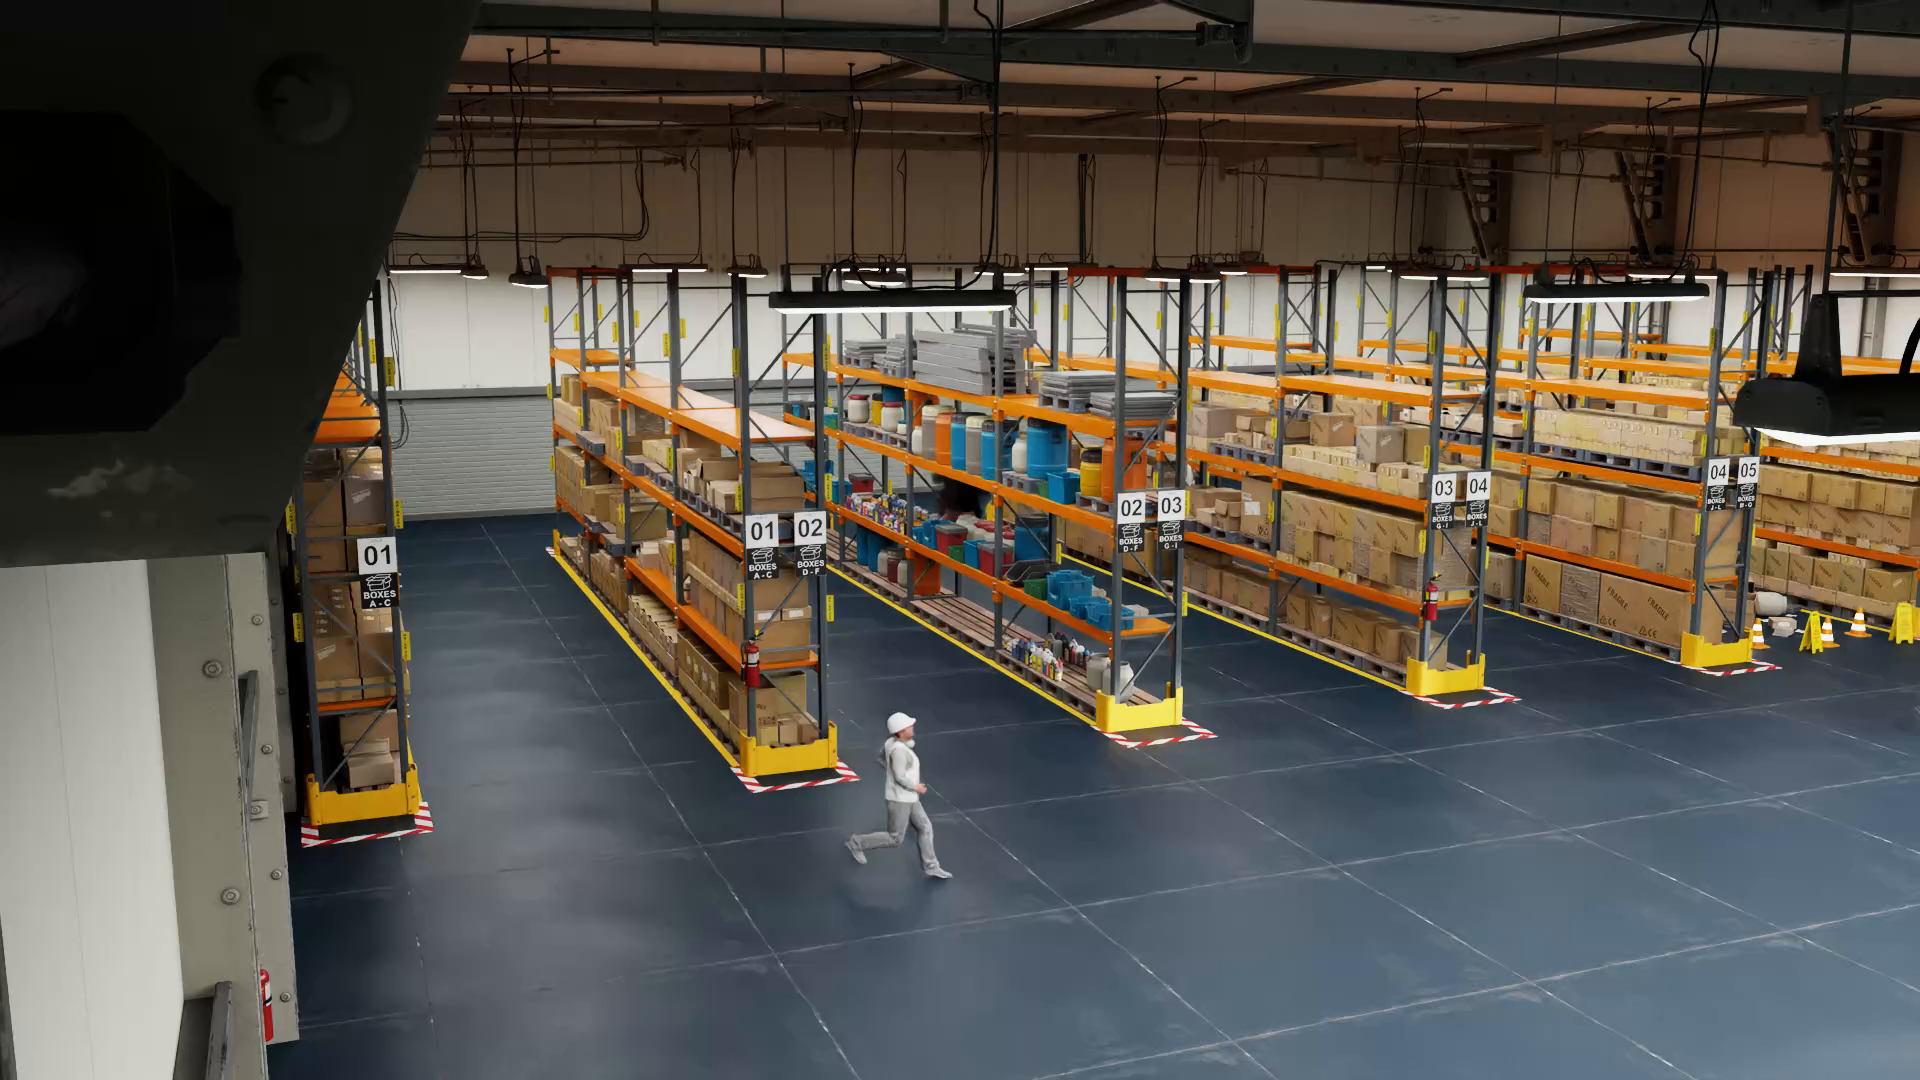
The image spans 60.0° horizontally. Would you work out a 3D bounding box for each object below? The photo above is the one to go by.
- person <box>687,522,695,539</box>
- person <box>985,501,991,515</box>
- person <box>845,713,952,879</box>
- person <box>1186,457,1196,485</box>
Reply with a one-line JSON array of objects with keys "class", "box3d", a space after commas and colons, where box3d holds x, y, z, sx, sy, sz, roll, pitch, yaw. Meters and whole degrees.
[{"class": "person", "box3d": [-5.373, -0.404, 33.820, 0.605, 1.838, 0.873, -5, 11, -28]}, {"class": "person", "box3d": [0.919, -1.376, 39.831, 0.655, 1.669, 0.619, -1, 10, -5]}, {"class": "person", "box3d": [-0.618, 2.605, 16.785, 1.082, 1.767, 0.633, 0, 10, 0]}, {"class": "person", "box3d": [5.081, -1.067, 37.654, 0.667, 1.806, 0.818, -3, 10, -19]}]
